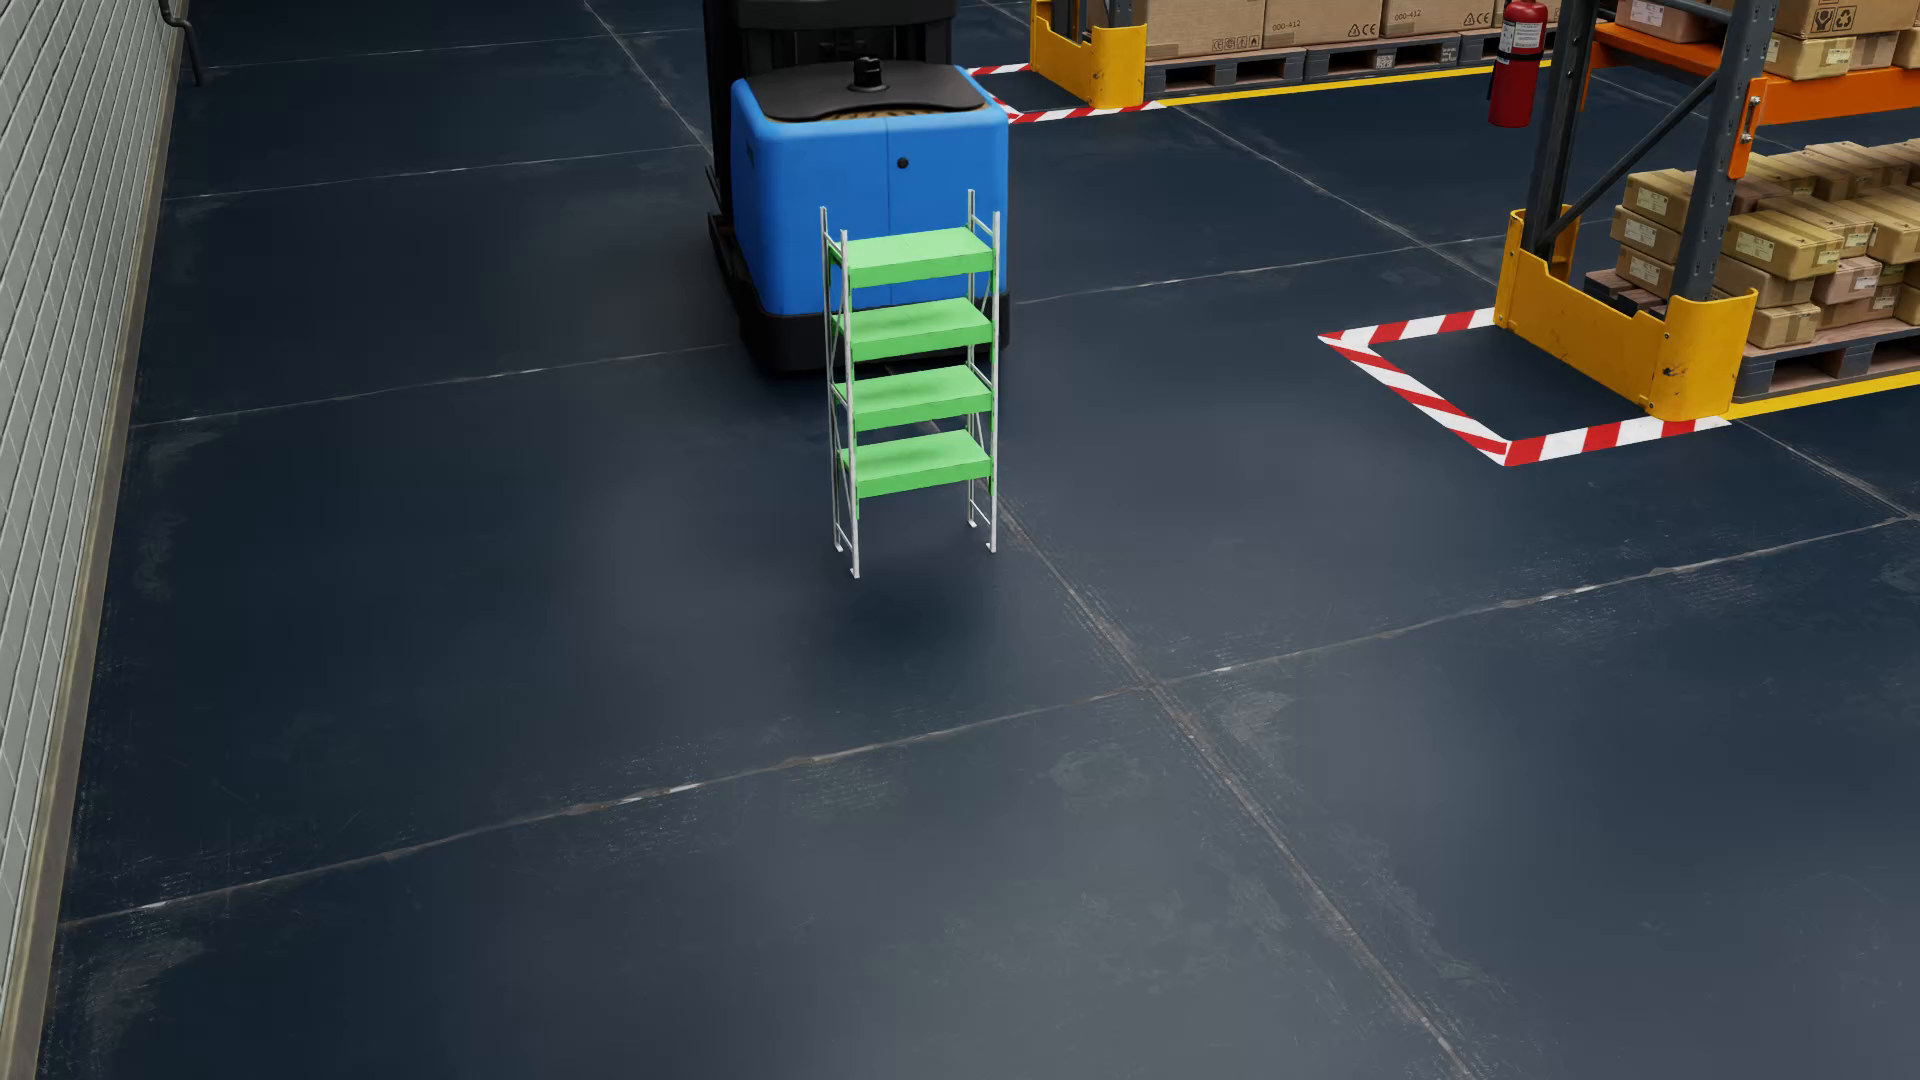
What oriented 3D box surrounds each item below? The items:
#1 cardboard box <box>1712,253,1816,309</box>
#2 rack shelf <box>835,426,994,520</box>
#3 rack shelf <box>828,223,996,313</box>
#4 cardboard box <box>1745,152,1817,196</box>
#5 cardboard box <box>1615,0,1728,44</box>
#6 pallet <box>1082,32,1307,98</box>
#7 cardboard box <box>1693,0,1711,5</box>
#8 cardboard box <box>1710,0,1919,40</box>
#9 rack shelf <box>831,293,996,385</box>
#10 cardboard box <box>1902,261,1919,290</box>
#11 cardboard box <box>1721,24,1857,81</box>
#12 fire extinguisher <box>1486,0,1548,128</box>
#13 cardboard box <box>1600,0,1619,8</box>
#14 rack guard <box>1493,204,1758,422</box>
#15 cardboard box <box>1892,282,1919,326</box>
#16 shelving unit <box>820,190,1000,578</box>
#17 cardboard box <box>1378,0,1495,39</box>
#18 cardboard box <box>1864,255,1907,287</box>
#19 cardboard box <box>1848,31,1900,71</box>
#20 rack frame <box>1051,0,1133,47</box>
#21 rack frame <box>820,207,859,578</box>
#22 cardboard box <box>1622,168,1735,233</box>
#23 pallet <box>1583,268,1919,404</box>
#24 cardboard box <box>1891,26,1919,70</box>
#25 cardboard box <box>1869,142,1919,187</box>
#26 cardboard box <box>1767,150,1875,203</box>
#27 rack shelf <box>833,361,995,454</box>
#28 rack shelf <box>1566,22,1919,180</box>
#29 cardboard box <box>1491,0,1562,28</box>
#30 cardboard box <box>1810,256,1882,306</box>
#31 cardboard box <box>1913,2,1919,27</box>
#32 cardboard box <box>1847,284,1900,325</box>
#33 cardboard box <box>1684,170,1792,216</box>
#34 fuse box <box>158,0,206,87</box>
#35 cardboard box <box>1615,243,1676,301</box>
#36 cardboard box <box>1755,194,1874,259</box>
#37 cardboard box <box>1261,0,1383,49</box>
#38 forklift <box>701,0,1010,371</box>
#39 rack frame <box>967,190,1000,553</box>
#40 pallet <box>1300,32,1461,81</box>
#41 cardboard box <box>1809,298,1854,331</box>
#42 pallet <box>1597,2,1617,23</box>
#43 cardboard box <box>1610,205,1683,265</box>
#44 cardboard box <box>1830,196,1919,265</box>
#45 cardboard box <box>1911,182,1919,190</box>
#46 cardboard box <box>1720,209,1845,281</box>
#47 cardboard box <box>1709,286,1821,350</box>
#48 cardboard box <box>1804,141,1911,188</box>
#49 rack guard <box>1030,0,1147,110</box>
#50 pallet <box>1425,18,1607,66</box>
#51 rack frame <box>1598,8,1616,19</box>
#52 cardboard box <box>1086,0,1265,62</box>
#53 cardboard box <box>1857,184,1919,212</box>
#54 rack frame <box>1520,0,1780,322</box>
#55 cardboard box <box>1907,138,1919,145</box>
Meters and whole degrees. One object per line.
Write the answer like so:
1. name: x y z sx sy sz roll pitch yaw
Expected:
1. cardboard box: 3.249 -1.090 6.789 0.250 0.149 0.380 -9 31 -16
2. rack shelf: -0.155 -0.229 5.553 0.480 0.148 0.258 -10 31 -18
3. rack shelf: -0.155 -0.854 5.197 0.480 0.148 0.258 -10 31 -18
4. cardboard box: 3.530 -1.578 7.343 0.250 0.149 0.380 -11 32 -19
5. cardboard box: 2.876 -2.124 6.702 0.250 0.149 0.380 -10 31 -18
6. pallet: 1.570 -3.288 11.308 1.213 0.211 1.003 -10 31 -18
7. cardboard box: 3.000 -2.416 6.558 0.500 0.500 0.500 -10 31 -17
8. cardboard box: 3.186 -2.168 6.124 0.500 0.500 0.500 -9 31 -15
9. rack shelf: -0.155 -0.646 5.316 0.480 0.148 0.258 -10 31 -18
10. cardboard box: 4.002 -1.189 6.961 0.250 0.149 0.380 -9 31 -16
11. cardboard box: 3.086 -1.841 6.204 0.250 0.149 0.380 -11 31 -18
12. fire extinguisher: 2.272 -2.021 6.722 0.183 0.674 0.296 -10 31 -18
13. cardboard box: 5.150 -4.419 12.198 0.875 0.875 0.875 -9 31 -16
14. rack guard: 2.740 -0.973 6.953 0.348 0.500 1.175 -10 31 -18
15. cardboard box: 3.996 -1.054 7.026 0.250 0.149 0.380 -10 31 -17
16. shelving unit: -0.155 -0.493 5.403 0.503 1.200 0.258 -10 31 -18
17. cardboard box: 3.132 -3.871 11.679 0.875 0.438 0.875 -11 32 -19
18. cardboard box: 3.724 -1.195 6.972 0.250 0.149 0.380 -10 31 -17
19. cardboard box: 3.311 -1.904 6.315 0.250 0.149 0.380 -9 31 -16
20. rack frame: 0.848 -4.325 10.311 0.127 3.000 1.000 -10 31 -18
21. rack frame: -0.384 -0.451 5.329 0.015 1.200 0.240 -10 31 -18
22. cardboard box: 3.076 -1.457 7.132 0.250 0.149 0.380 -10 31 -17
23. pallet: 3.514 -0.971 7.242 1.213 0.211 1.003 -10 31 -18
24. cardboard box: 3.581 -1.925 6.353 0.250 0.149 0.380 -11 32 -19
25. cardboard box: 4.313 -1.659 7.487 0.250 0.149 0.380 -11 32 -19
26. cardboard box: 3.795 -1.593 7.370 0.250 0.149 0.380 -12 32 -20
27. rack shelf: -0.155 -0.437 5.434 0.480 0.148 0.258 -10 31 -18
28. rack shelf: 4.543 -2.079 7.095 4.000 0.370 1.077 -10 31 -18
29. cardboard box: 3.971 -4.026 11.951 0.875 0.438 0.875 -11 31 -18
30. cardboard box: 3.525 -1.111 6.826 0.250 0.149 0.380 -11 31 -18
31. cardboard box: 3.678 -2.272 6.306 0.500 0.500 0.500 -10 31 -18
32. cardboard box: 3.718 -1.061 7.038 0.250 0.149 0.380 -10 31 -17
33. cardboard box: 3.332 -1.474 7.162 0.250 0.149 0.380 -10 31 -17
34. fuse box: -5.025 -3.781 10.658 0.414 1.711 0.539 -10 31 -18
35. cardboard box: 3.089 -1.177 7.242 0.250 0.149 0.380 -10 31 -17
36. cardboard box: 3.495 -1.284 6.829 0.250 0.149 0.380 -10 31 -17
37. cardboard box: 2.286 -3.716 11.407 0.875 0.438 0.875 -10 31 -16
38. forklift: -0.638 -2.681 7.495 1.130 2.935 3.031 -7 30 -12
39. rack frame: 0.074 -0.535 5.477 0.015 1.200 0.240 -10 31 -18
40. pallet: 2.711 -3.496 11.674 1.213 0.211 1.003 -10 31 -18
41. cardboard box: 3.488 -1.015 6.957 0.250 0.149 0.380 -11 31 -18
42. pallet: 5.294 -3.972 12.509 1.213 0.211 1.003 -10 31 -18
43. cardboard box: 3.064 -1.342 7.231 0.250 0.149 0.380 -11 32 -19
44. cardboard box: 3.775 -1.268 6.801 0.250 0.149 0.380 -11 31 -18
45. cardboard box: 4.242 -1.393 7.020 0.250 0.149 0.380 -9 31 -16
46. cardboard box: 3.278 -1.181 6.647 0.250 0.149 0.380 -12 32 -20
47. cardboard box: 3.271 -0.932 6.811 0.250 0.149 0.380 -10 31 -17
48. cardboard box: 4.027 -1.665 7.497 0.250 0.149 0.380 -9 31 -16
49. rack guard: 0.825 -3.235 10.923 0.348 0.500 1.175 -10 31 -18
50. pallet: 3.857 -3.709 12.047 1.213 0.211 1.003 -10 31 -18
51. rack frame: 4.597 -5.016 11.523 0.127 3.000 1.000 -10 31 -18
52. cardboard box: 1.431 -3.555 11.123 0.875 0.438 0.875 -12 32 -19
53. cardboard box: 3.979 -1.350 6.944 0.250 0.149 0.380 -12 32 -20
54. rack frame: 2.669 -2.046 6.311 0.127 3.000 1.000 -10 31 -18
55. cardboard box: 4.549 -1.717 7.589 0.250 0.149 0.380 -10 31 -17
